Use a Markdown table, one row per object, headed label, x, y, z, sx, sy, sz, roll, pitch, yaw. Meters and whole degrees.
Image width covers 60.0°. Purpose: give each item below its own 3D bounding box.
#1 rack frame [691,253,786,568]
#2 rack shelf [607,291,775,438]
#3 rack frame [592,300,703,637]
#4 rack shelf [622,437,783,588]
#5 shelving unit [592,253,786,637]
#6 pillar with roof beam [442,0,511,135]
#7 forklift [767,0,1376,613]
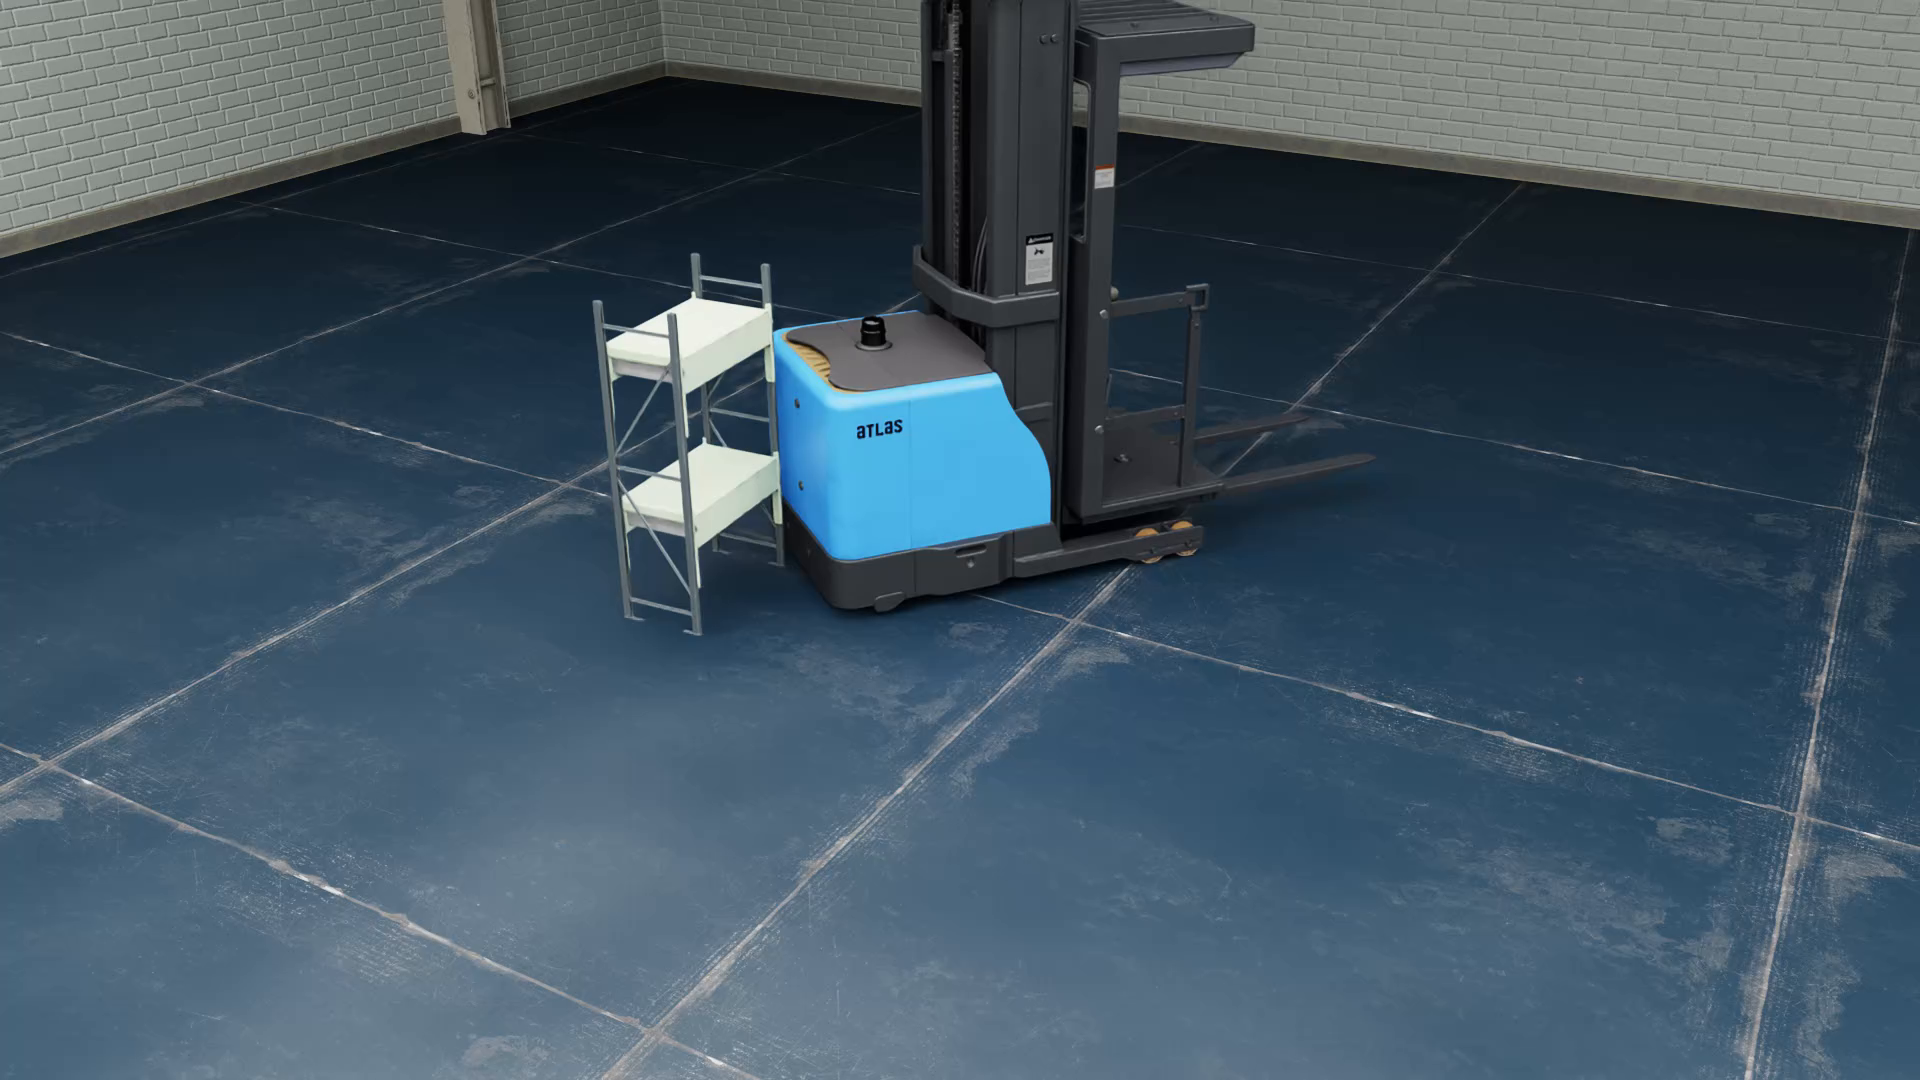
| label | x | y | z | sx | sy | sz | roll | pitch | yaw |
| --- | --- | --- | --- | --- | --- | --- | --- | --- | --- |
| rack frame | -1.023 | -0.578 | 7.728 | 0.400 | 1.500 | 0.023 | 12 | 29 | 22 |
| rack shelf | -1.178 | -0.778 | 7.257 | 0.431 | 0.370 | 0.720 | 12 | 29 | 22 |
| rack frame | -1.332 | -0.281 | 7.135 | 0.400 | 1.500 | 0.023 | 12 | 29 | 22 |
| rack shelf | -1.178 | -0.138 | 7.578 | 0.431 | 0.370 | 0.720 | 12 | 29 | 22 |
| shelving unit | -1.178 | -0.429 | 7.432 | 0.431 | 1.500 | 0.755 | 12 | 29 | 22 |
| pillar with roof beam | -0.898 | -7.099 | 12.379 | 9.100 | 9.000 | 0.400 | 14 | 30 | 26 |
| forklift | 0.634 | -1.403 | 7.778 | 3.031 | 2.935 | 1.130 | -11 | 29 | -21 |
